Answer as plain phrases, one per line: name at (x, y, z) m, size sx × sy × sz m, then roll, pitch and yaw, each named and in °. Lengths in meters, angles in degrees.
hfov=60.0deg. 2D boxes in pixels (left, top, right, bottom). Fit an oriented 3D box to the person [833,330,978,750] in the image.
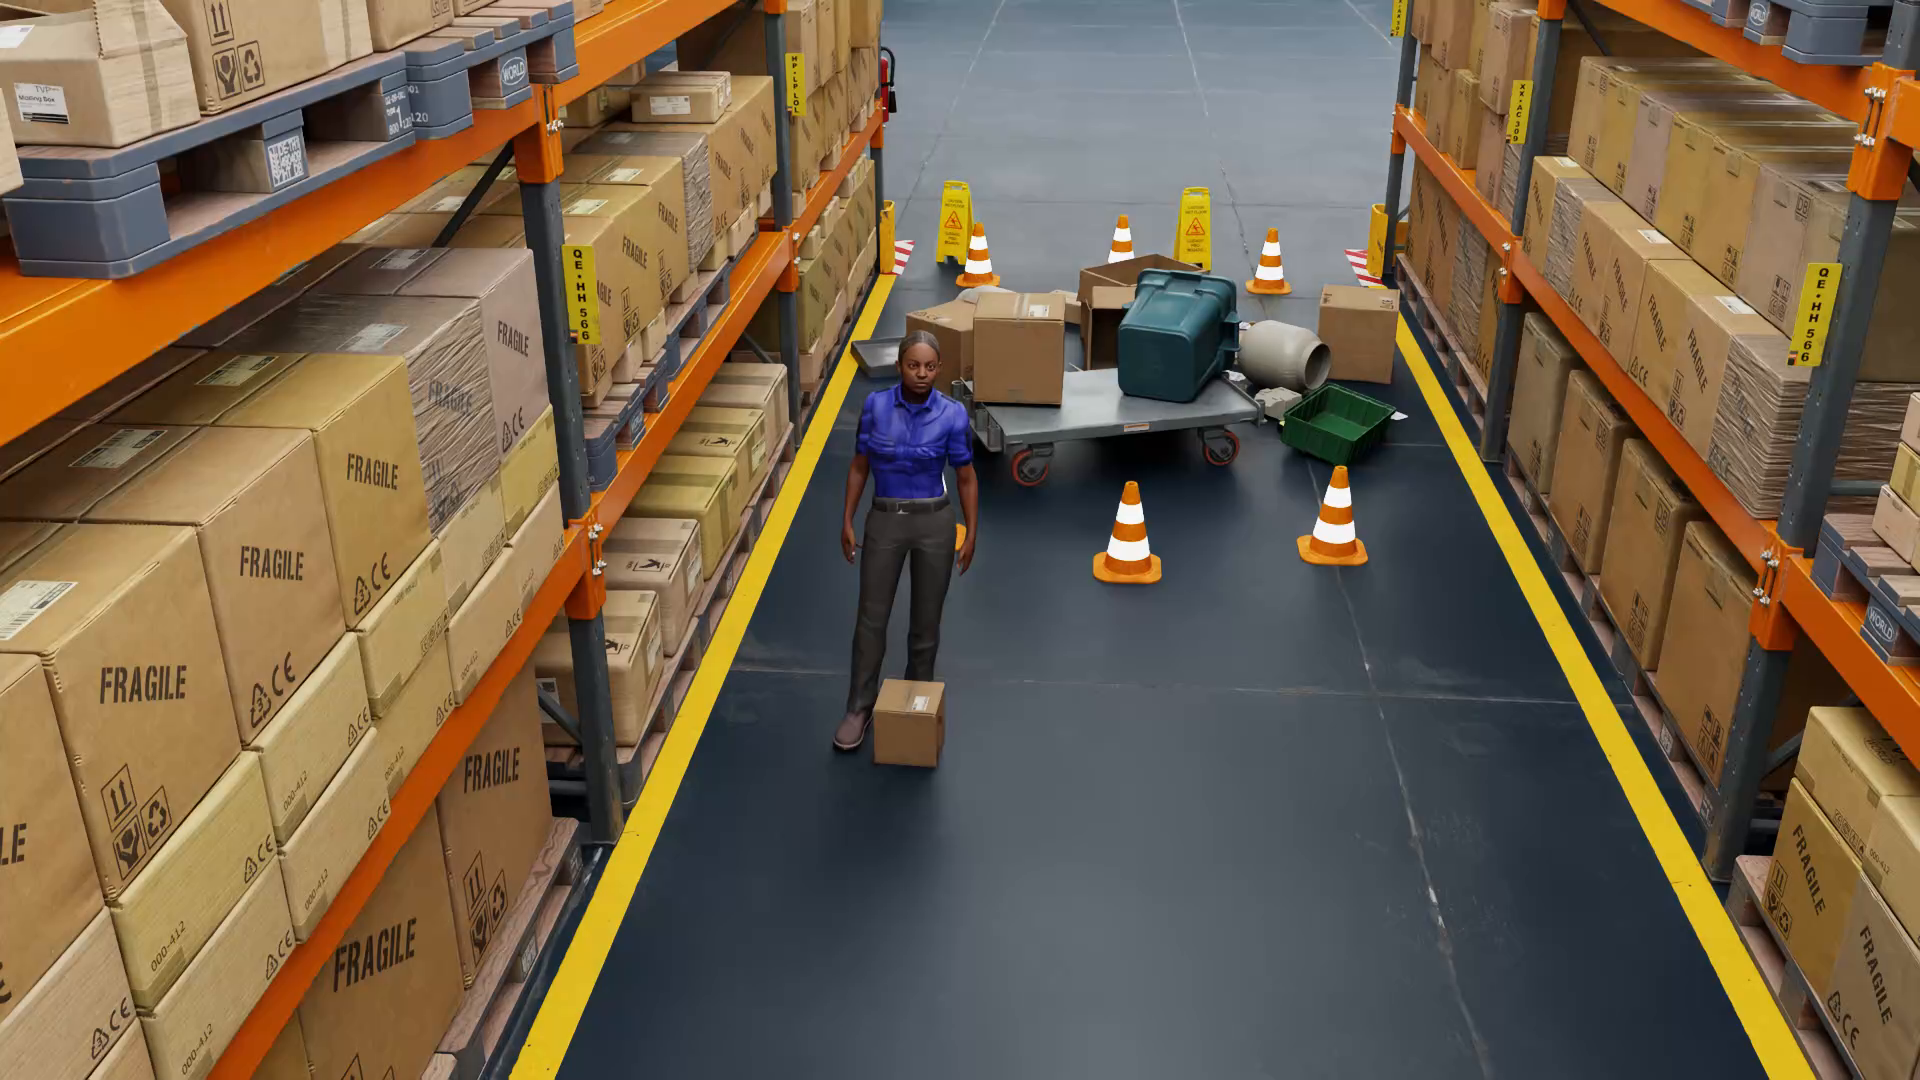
person at (-0.219, 0.008, 6.572) m, size 0.568 × 1.655 × 0.503 m, roll 2°, pitch 25°, yaw 4°
